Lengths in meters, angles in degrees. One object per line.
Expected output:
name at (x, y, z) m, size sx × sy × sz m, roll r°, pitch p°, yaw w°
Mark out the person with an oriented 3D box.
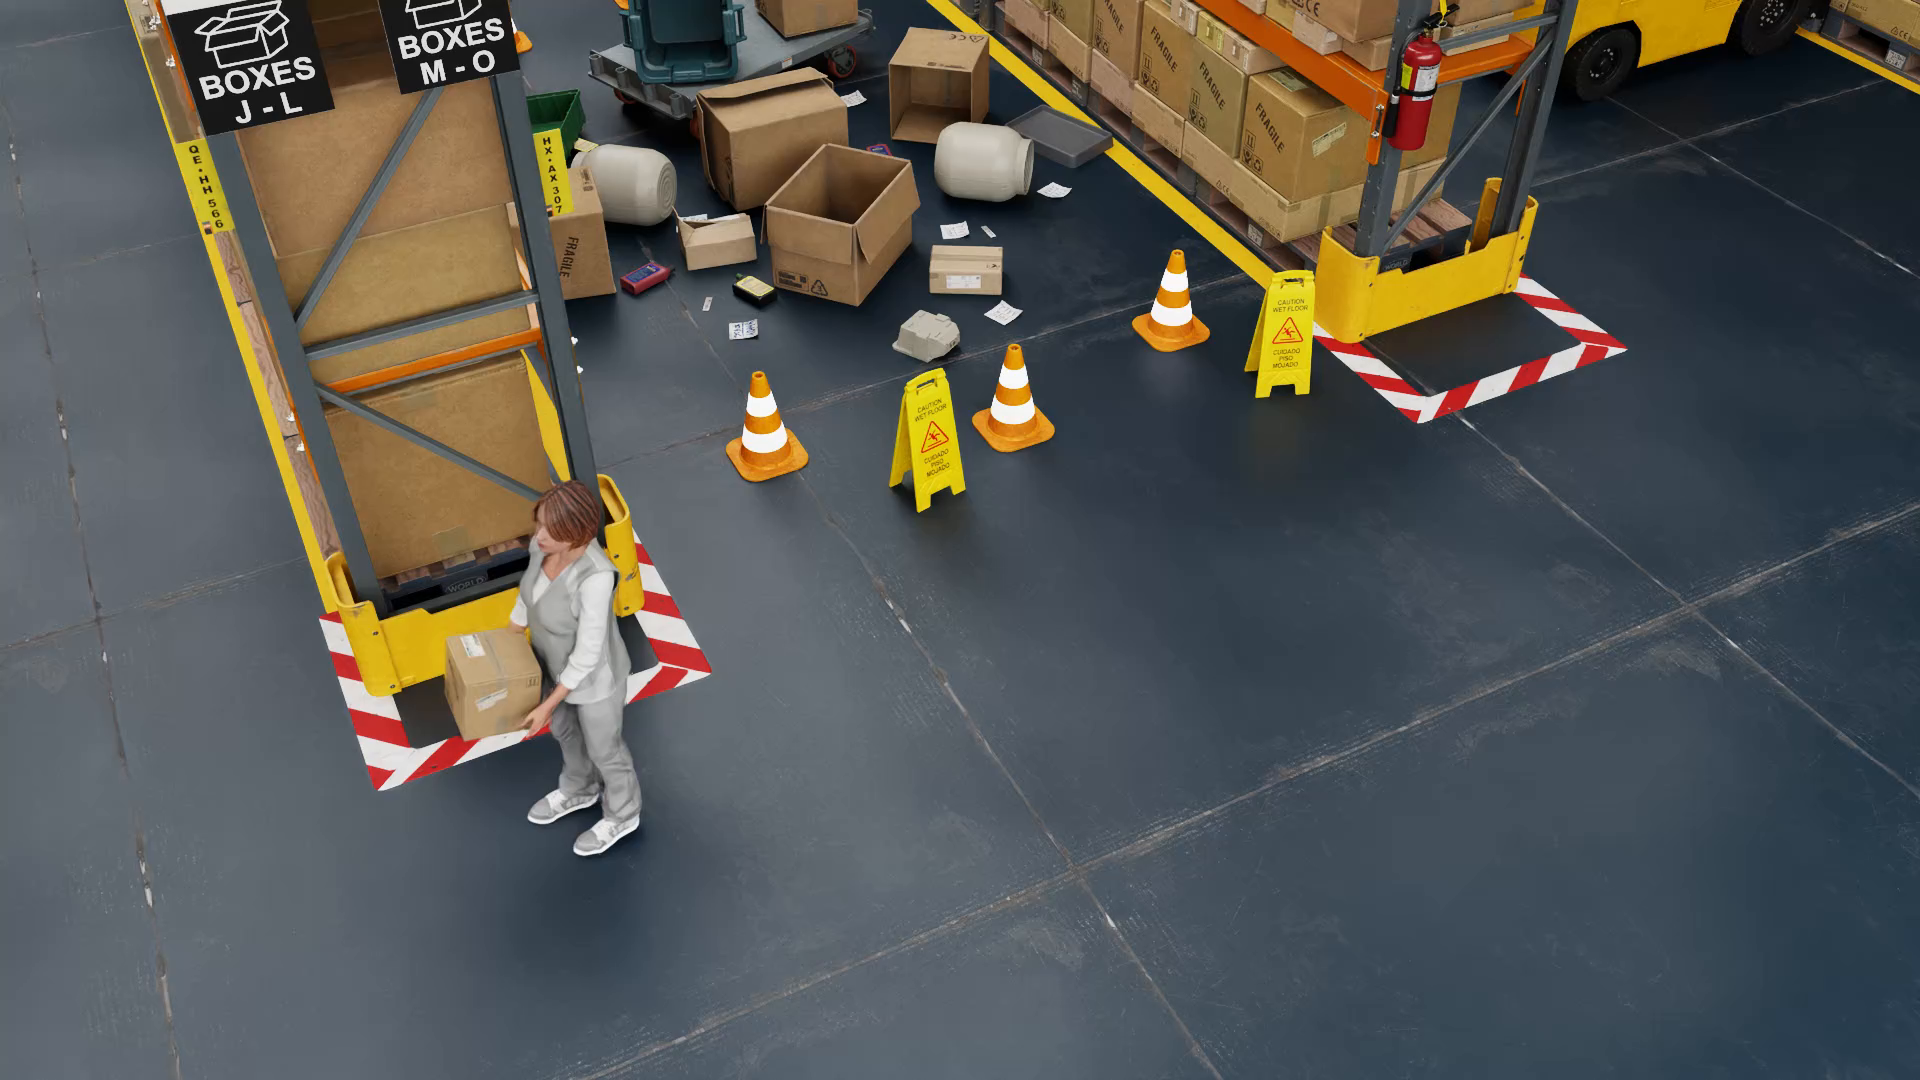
person at (-1.334, 0.474, 5.610) m, size 0.483 × 1.606 × 0.429 m, roll 7°, pitch 42°, yaw 8°
